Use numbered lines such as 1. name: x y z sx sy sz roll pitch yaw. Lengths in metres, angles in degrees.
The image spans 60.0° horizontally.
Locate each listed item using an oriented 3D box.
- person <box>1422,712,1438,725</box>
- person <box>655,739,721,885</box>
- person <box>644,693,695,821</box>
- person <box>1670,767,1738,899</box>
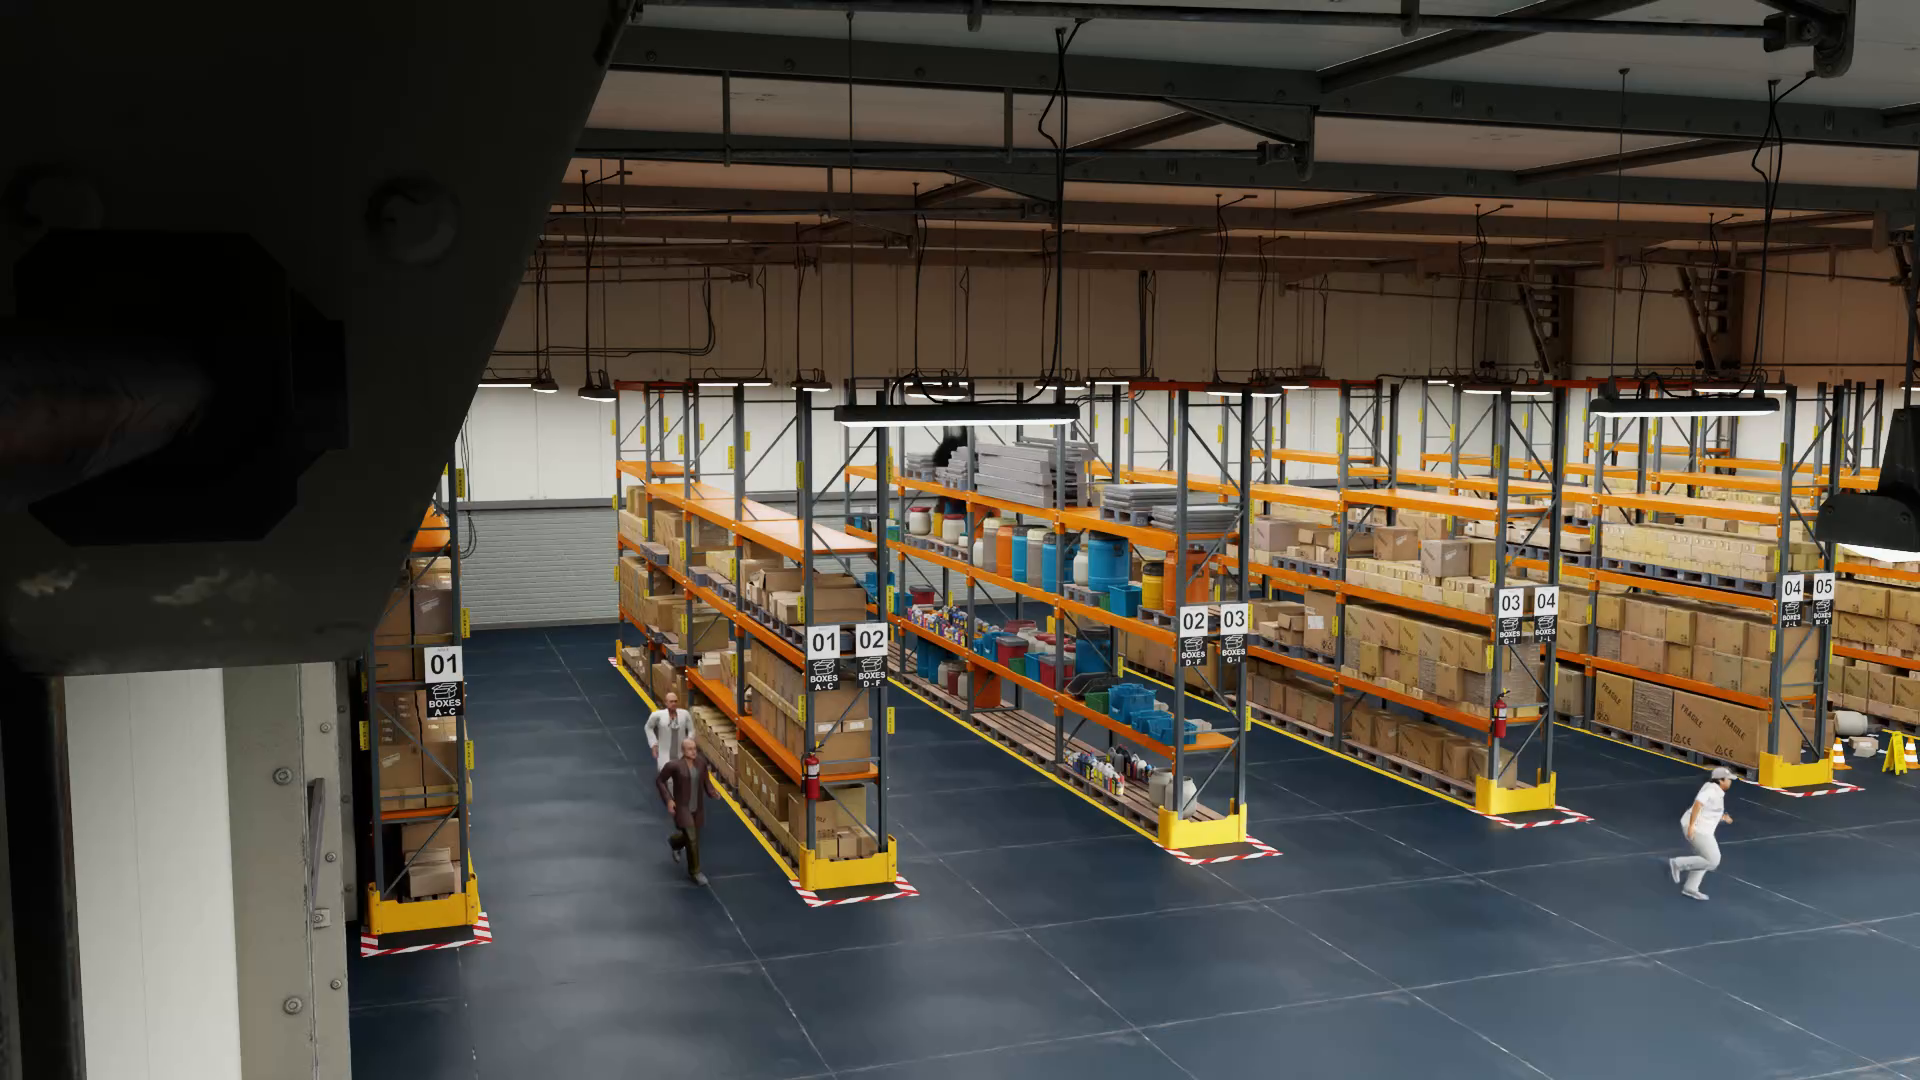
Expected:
1. person: 8.439 2.442 29.106 0.645 1.646 0.737 -5 8 -39
2. person: -3.401 3.301 20.501 0.696 1.760 0.947 -5 8 -42
3. person: -4.072 2.997 23.376 0.692 1.762 0.956 -3 7 -23
4. person: 8.817 3.476 19.754 0.713 1.599 0.596 2 6 14
